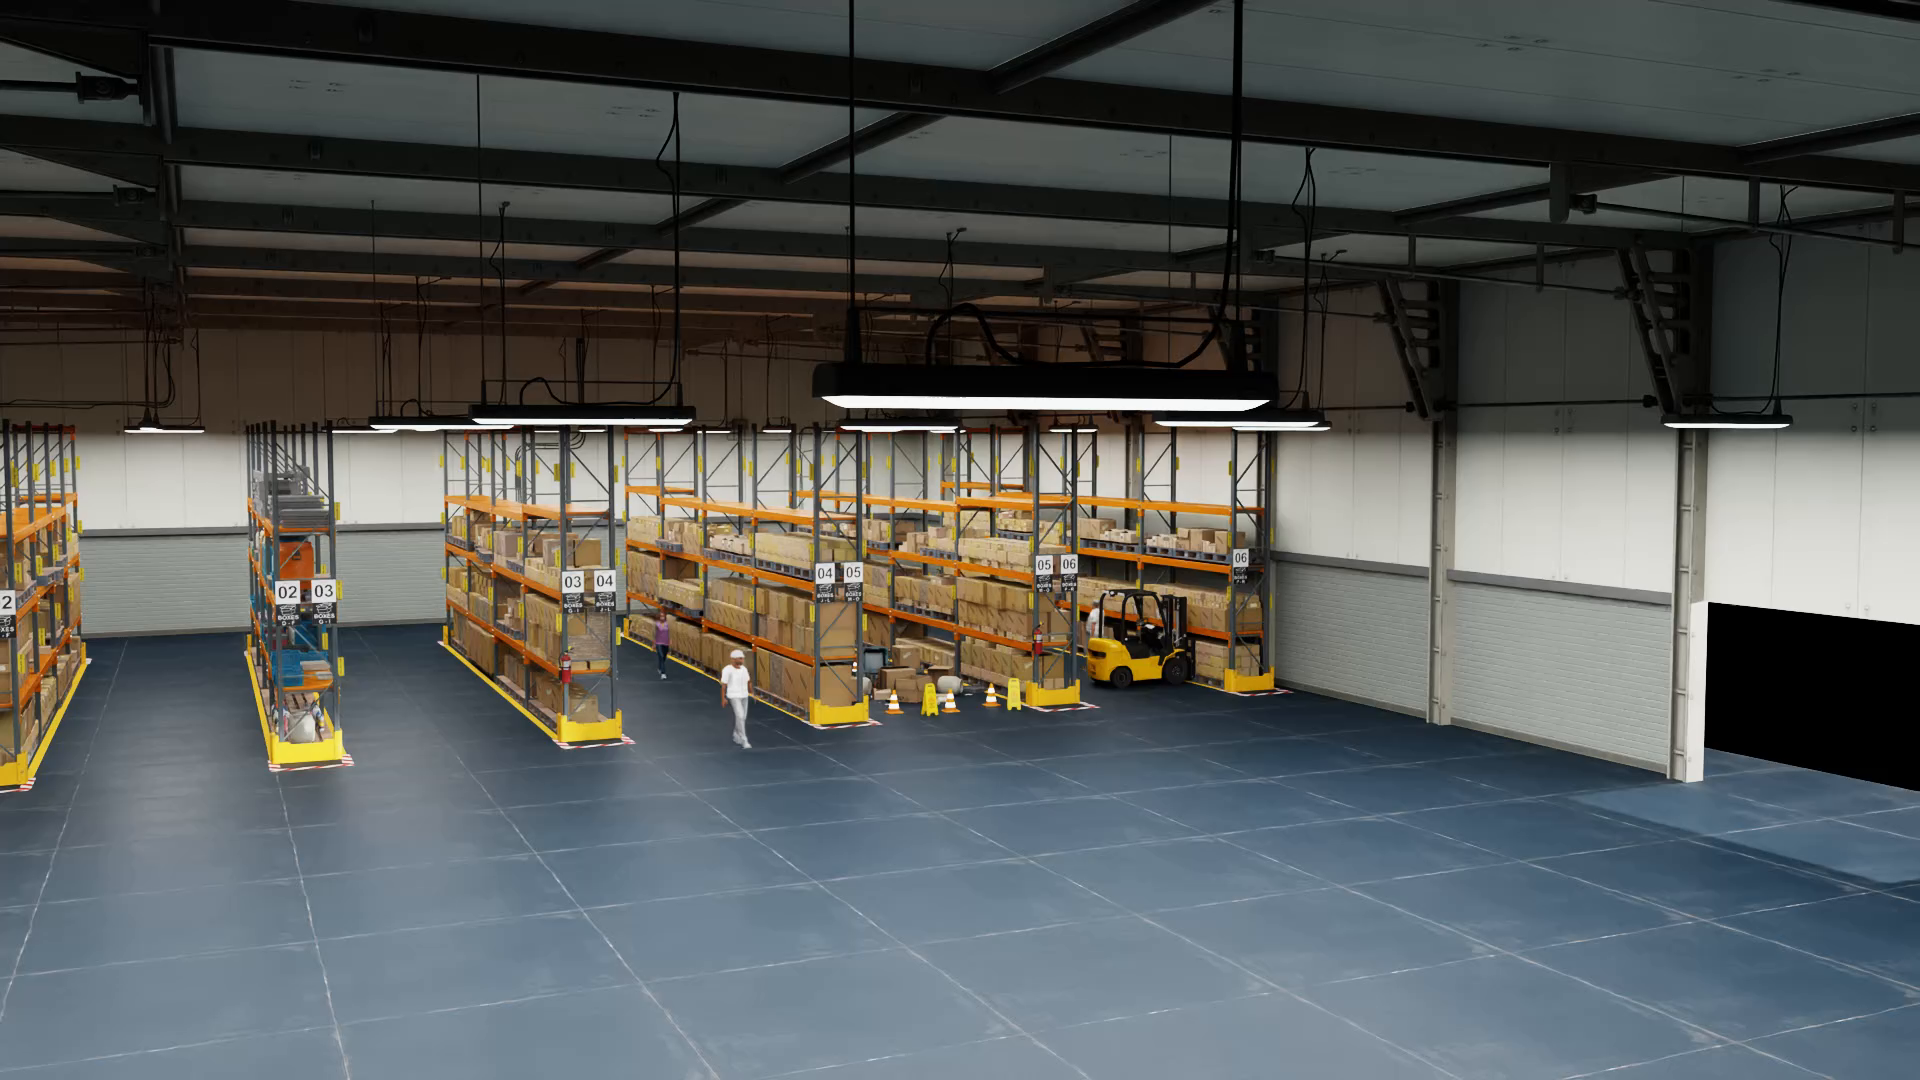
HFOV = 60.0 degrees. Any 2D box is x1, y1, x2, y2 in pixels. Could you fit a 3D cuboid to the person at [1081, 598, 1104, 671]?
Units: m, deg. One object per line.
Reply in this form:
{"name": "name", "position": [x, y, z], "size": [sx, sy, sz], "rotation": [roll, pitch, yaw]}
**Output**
{"name": "person", "position": [3.316, 2.336, 40.540], "size": [0.544, 1.836, 0.600], "rotation": [-3, 4, -35]}

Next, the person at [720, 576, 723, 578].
{"name": "person", "position": [-6.782, 1.884, 48.370], "size": [0.582, 1.649, 0.566], "rotation": [1, 4, 12]}

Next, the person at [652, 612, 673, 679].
{"name": "person", "position": [-7.051, 2.468, 39.363], "size": [0.455, 1.538, 0.972], "rotation": [-2, 4, -26]}

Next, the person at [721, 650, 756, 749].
{"name": "person", "position": [-4.017, 2.939, 30.772], "size": [0.782, 1.761, 0.600], "rotation": [3, 5, 42]}
